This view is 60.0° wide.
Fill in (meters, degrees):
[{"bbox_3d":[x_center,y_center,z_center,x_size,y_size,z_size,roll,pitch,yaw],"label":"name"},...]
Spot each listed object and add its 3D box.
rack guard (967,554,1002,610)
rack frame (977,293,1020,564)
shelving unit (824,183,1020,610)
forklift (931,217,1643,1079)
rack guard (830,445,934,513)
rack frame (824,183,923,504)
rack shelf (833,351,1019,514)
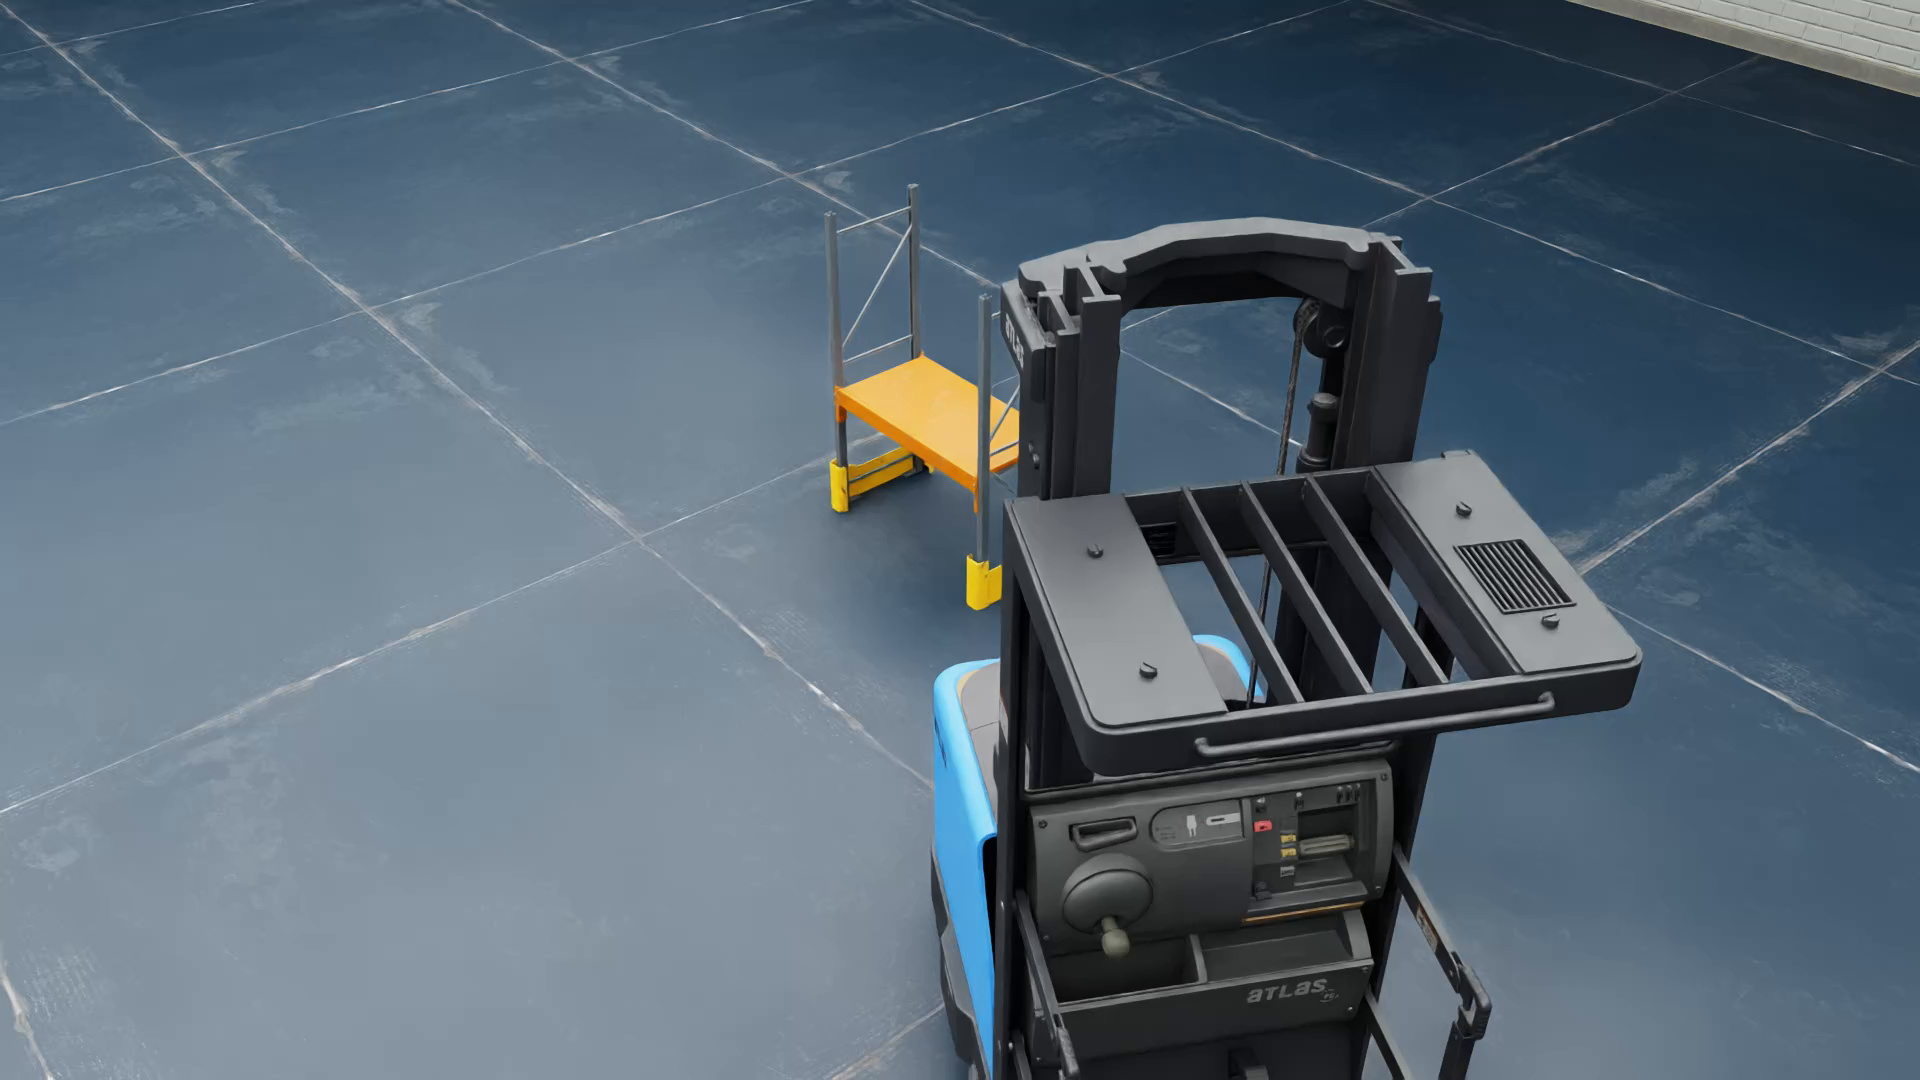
[{"bbox_3d":[0.272,0.084,7.415,0.587,0.250,0.087,-26,43,-32],"label":"rack guard"},{"bbox_3d":[0.273,-0.425,7.053,0.500,1.500,0.032,-26,43,-32],"label":"rack frame"},{"bbox_3d":[-0.049,-0.646,7.364,0.587,1.500,1.083,-26,43,-32],"label":"shelving unit"},{"bbox_3d":[0.681,0.865,3.993,1.130,2.935,3.031,-6,36,-9],"label":"forklift"},{"bbox_3d":[-0.371,-0.356,8.036,0.587,0.250,0.087,-26,43,-32],"label":"rack guard"},{"bbox_3d":[-0.383,-0.874,7.687,0.500,1.500,0.032,-26,43,-32],"label":"rack frame"},{"bbox_3d":[-0.055,-0.503,7.474,0.538,0.185,1.000,-26,43,-32],"label":"rack shelf"}]
